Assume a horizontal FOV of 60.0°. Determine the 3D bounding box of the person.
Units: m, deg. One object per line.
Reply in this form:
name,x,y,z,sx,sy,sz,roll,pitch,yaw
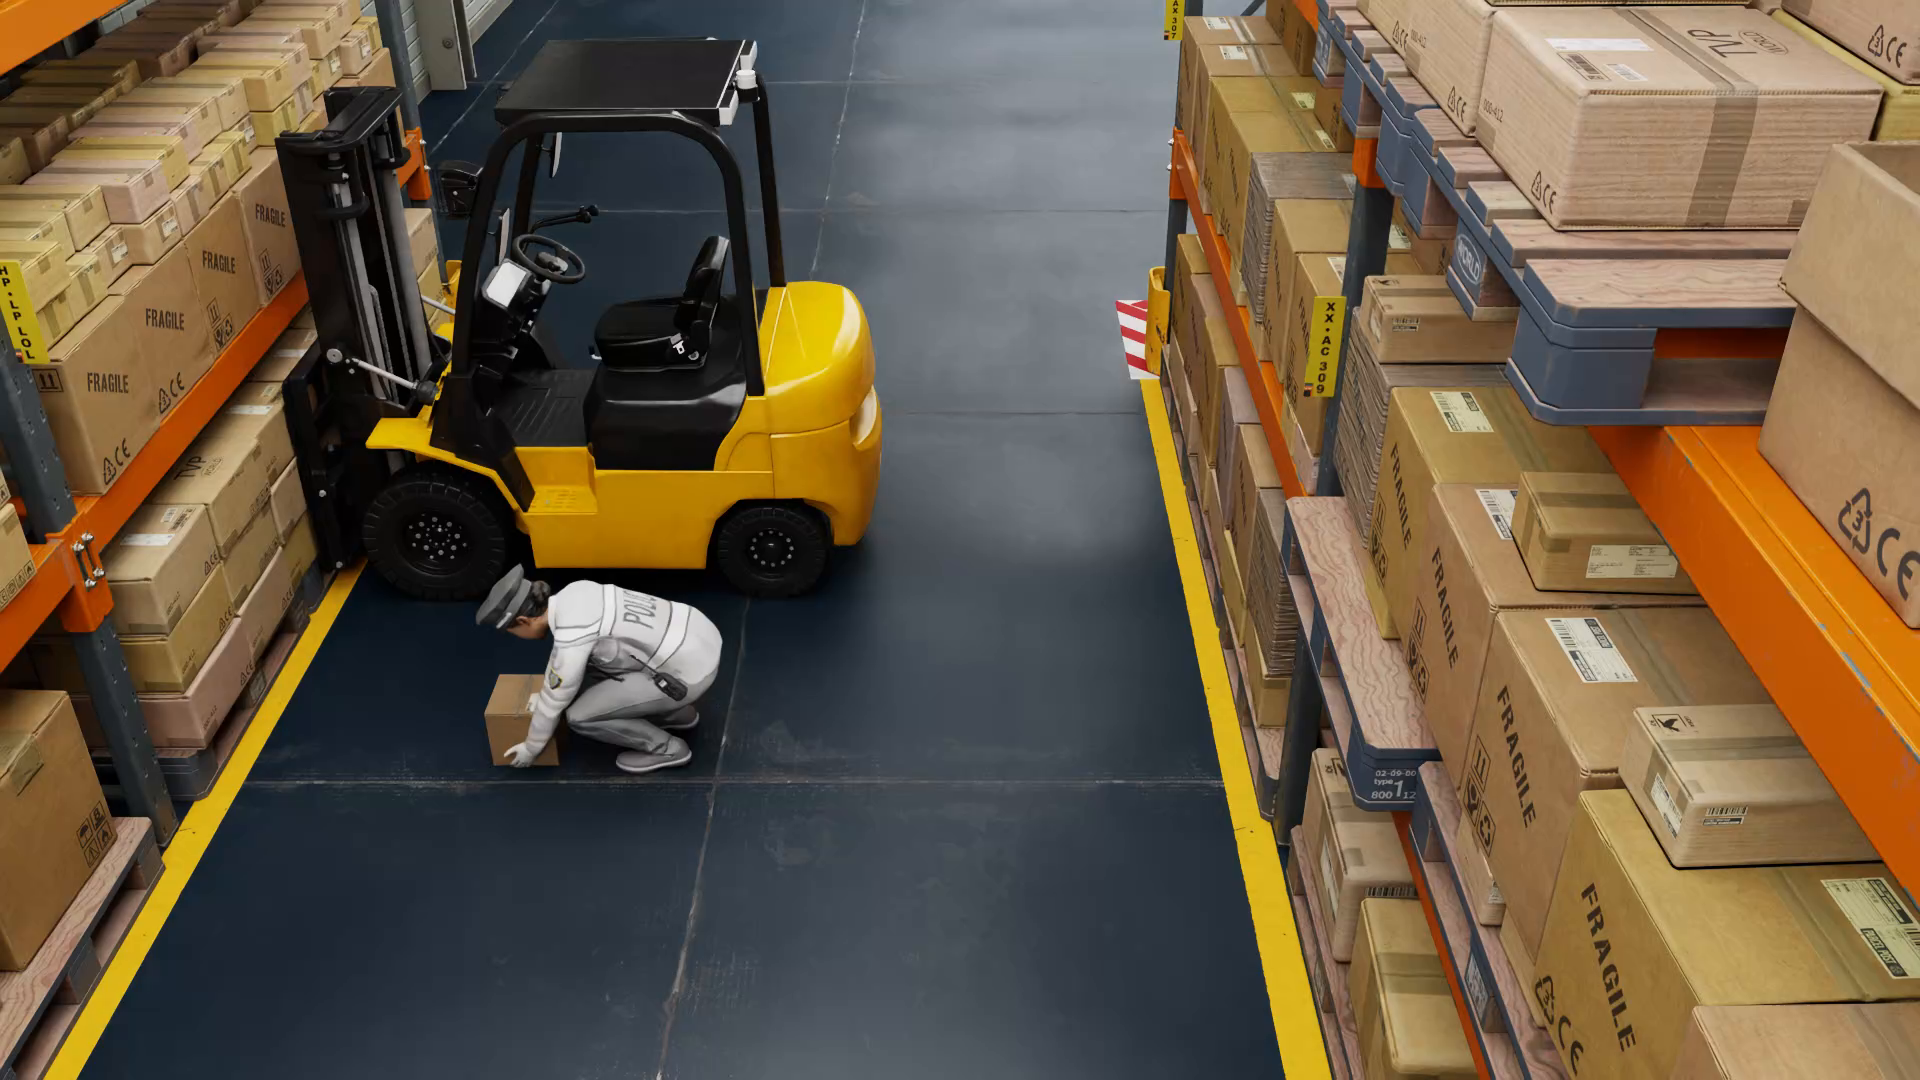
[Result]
person,-1.328,0.451,6.221,0.864,0.848,0.478,0,32,0
